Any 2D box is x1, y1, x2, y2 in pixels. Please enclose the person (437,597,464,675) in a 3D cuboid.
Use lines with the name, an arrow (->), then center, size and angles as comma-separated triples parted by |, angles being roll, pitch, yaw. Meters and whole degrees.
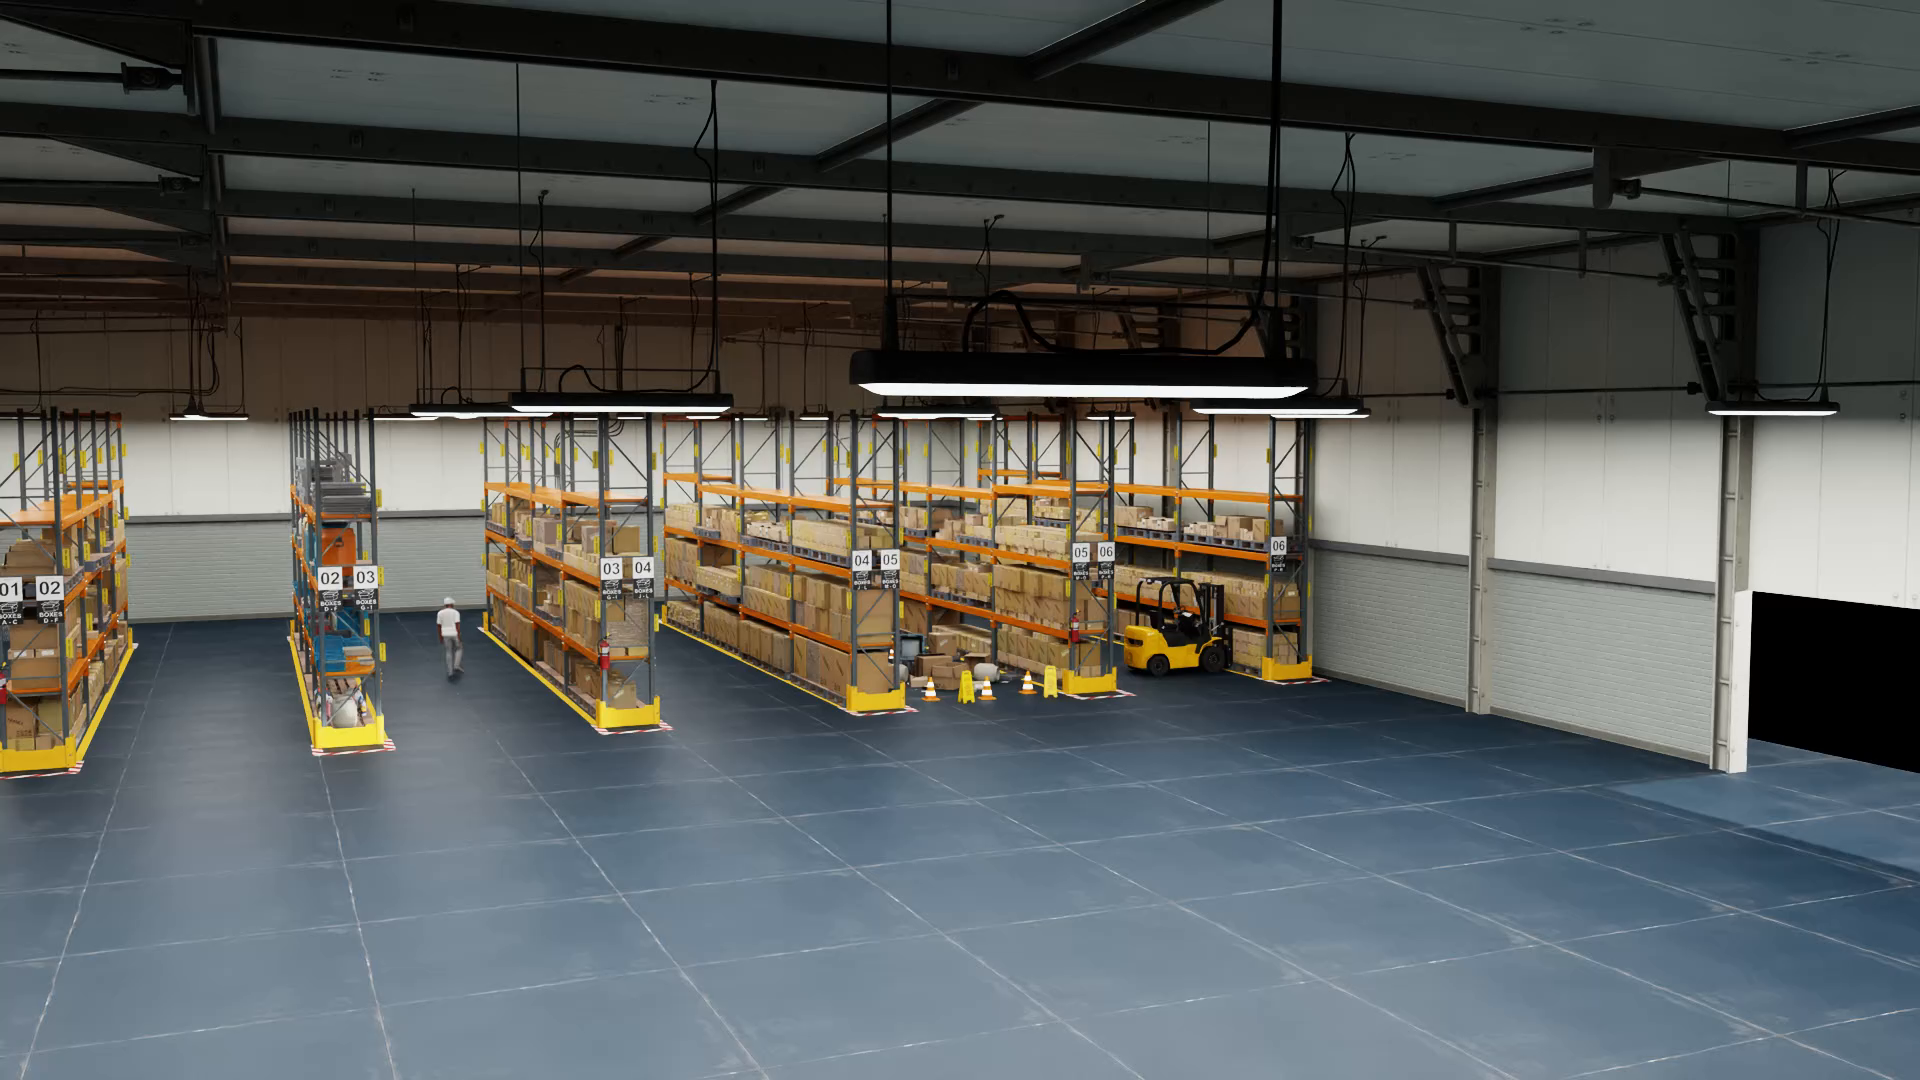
person -> -11.602, 2.182, 37.822 | 0.563, 1.743, 0.528 | -1, 4, -11

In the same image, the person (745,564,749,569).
person -> -6.049, 1.556, 47.279 | 0.576, 1.722, 0.533 | 0, 4, 3

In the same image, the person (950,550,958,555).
person -> -0.165, 1.155, 52.711 | 0.966, 1.732, 0.533 | -2, 4, -27
